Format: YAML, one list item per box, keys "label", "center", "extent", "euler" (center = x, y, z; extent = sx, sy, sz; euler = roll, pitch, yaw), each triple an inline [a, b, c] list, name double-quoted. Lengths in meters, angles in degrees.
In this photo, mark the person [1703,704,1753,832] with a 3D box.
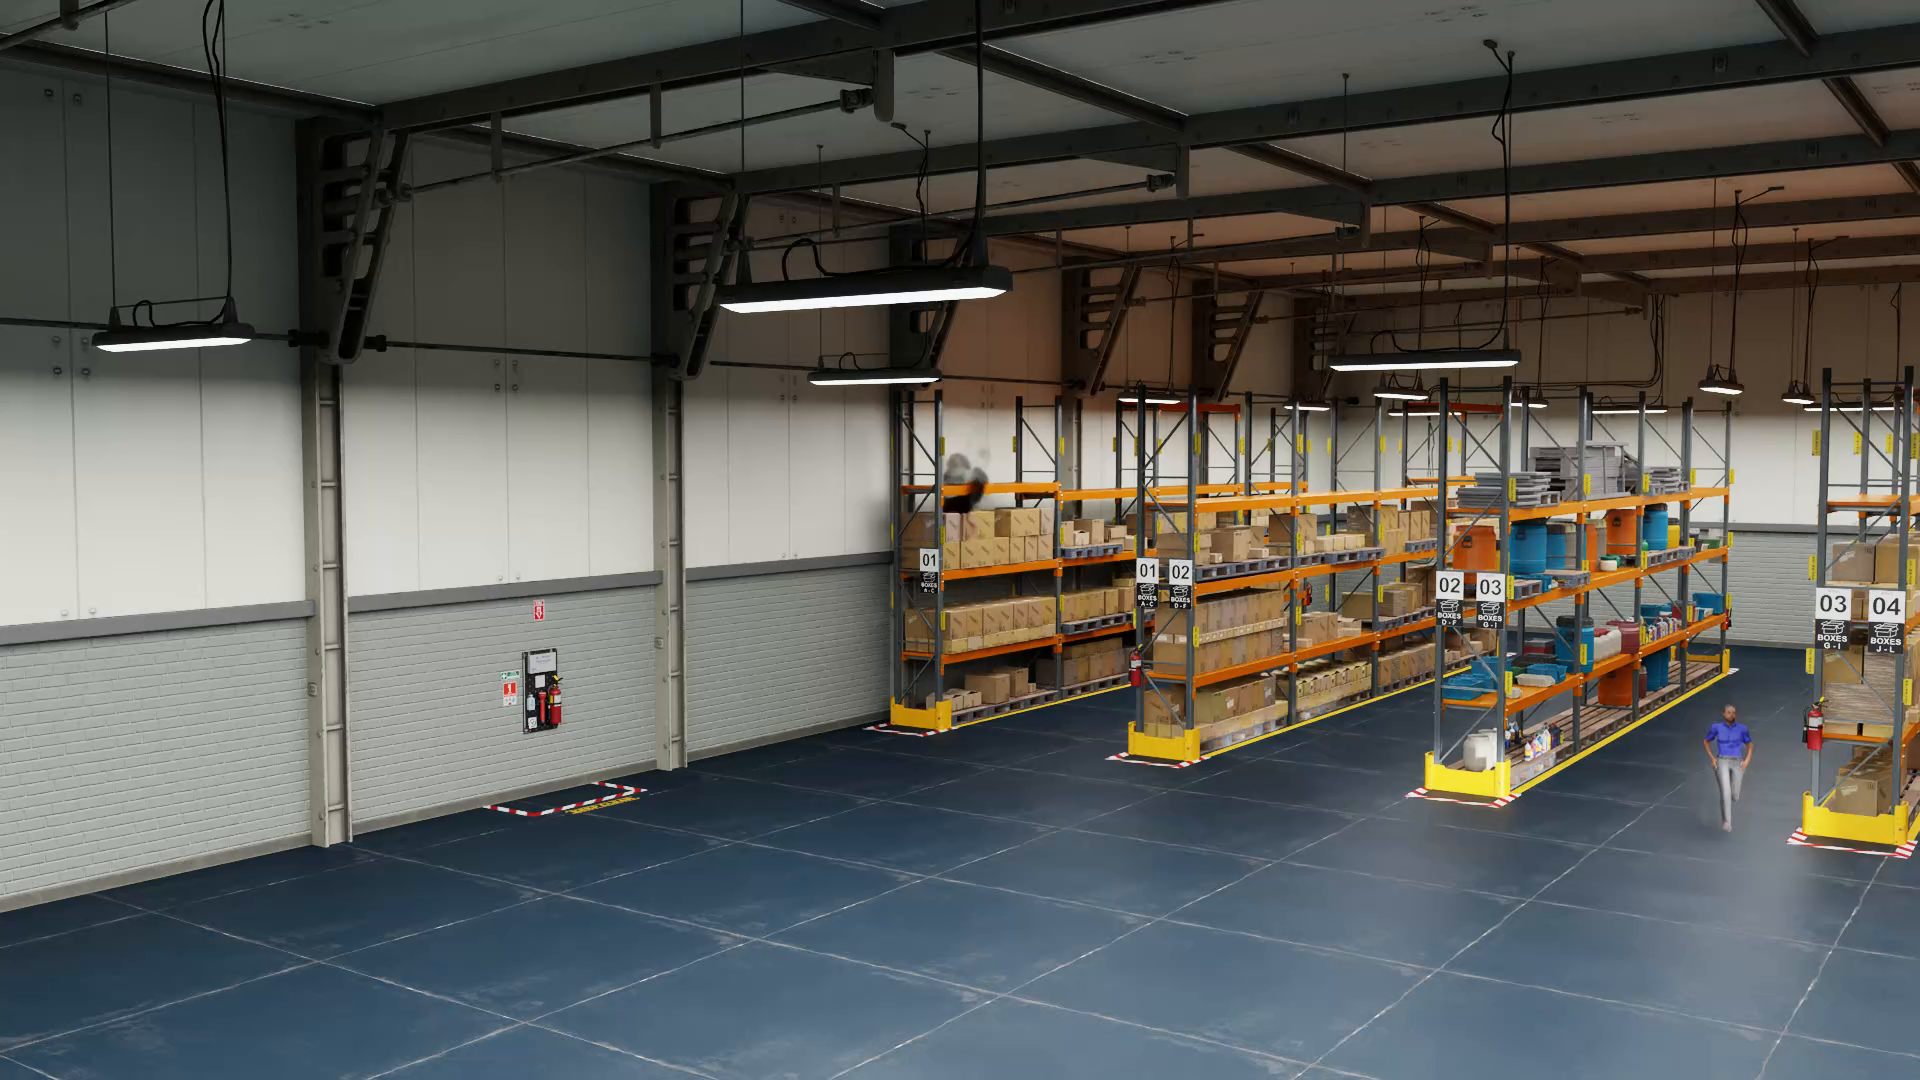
- label: "person"
  center: [10.120, 2.979, 21.932]
  extent: [0.601, 1.630, 0.720]
  euler: [1, 3, 14]
